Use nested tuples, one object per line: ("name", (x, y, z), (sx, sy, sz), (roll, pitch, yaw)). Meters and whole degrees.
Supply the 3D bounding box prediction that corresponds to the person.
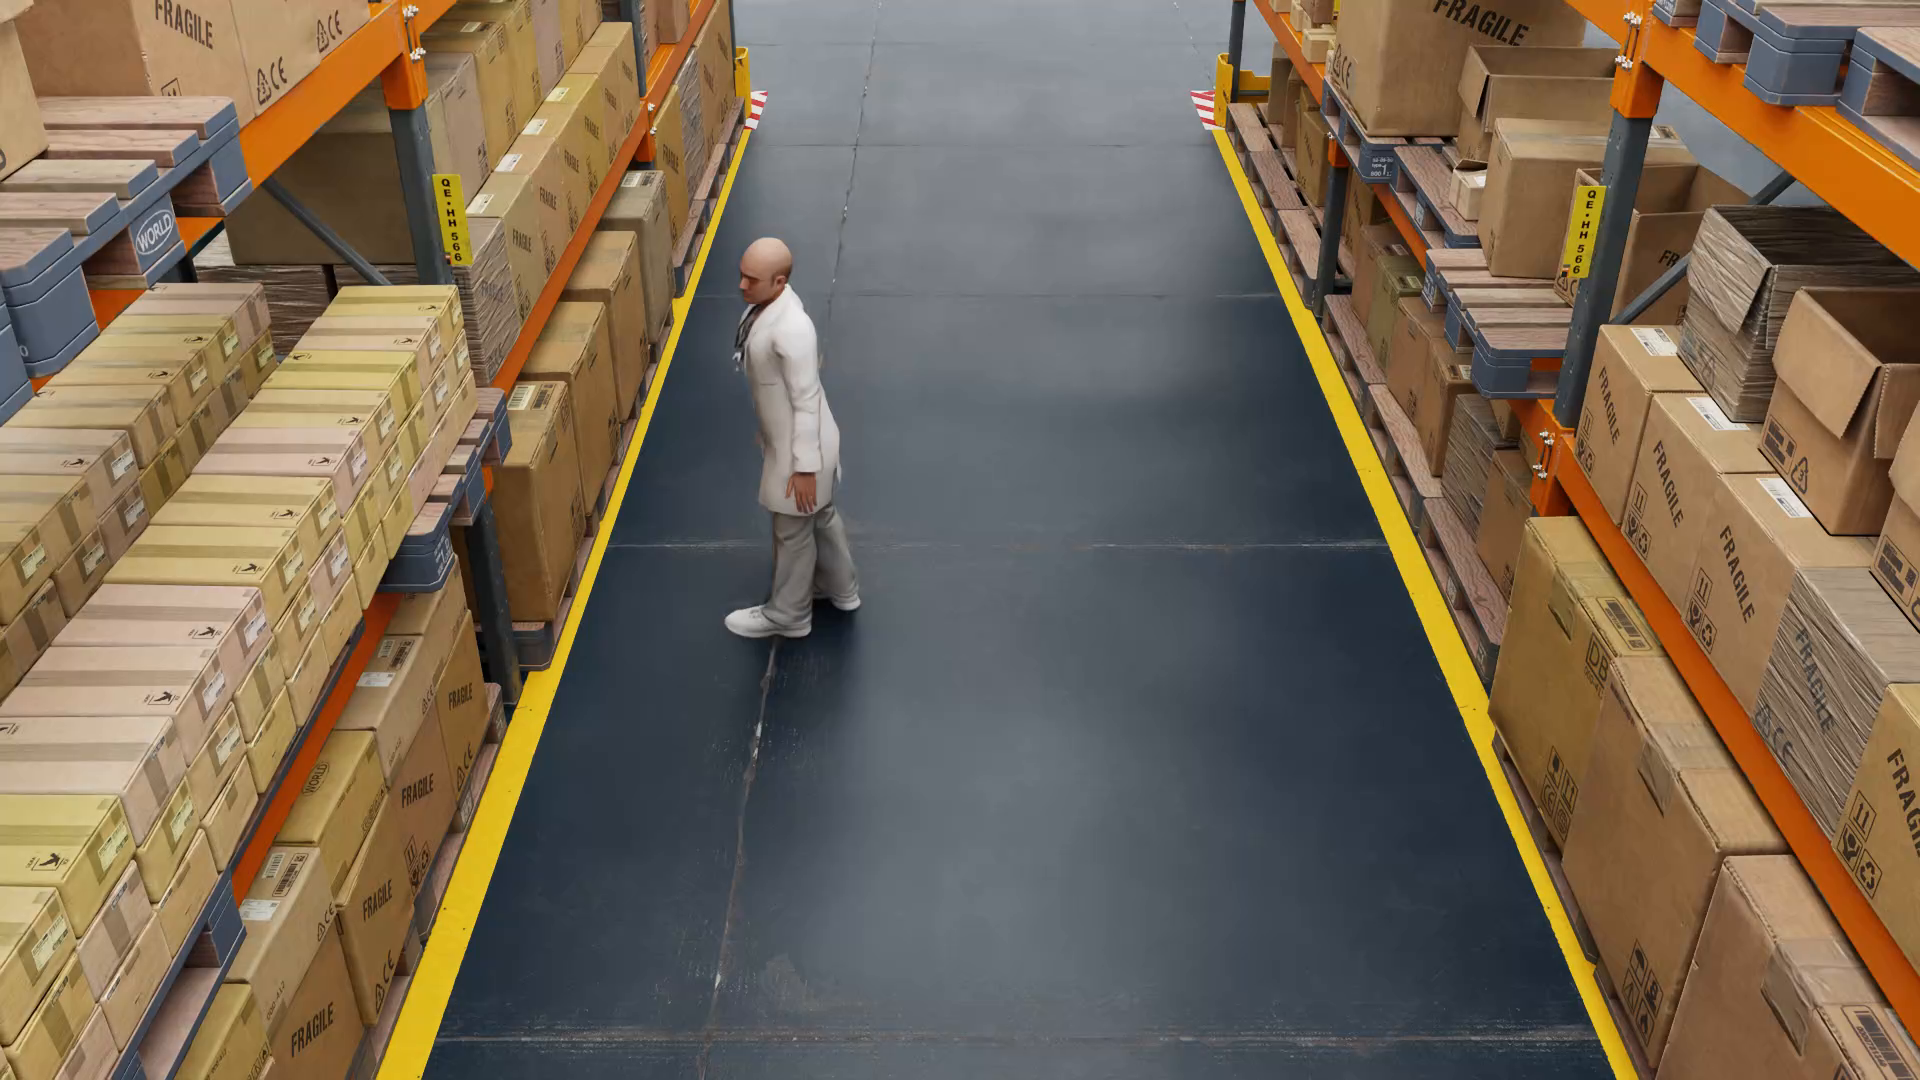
("person", (-0.715, -0.384, 6.748), (0.610, 1.775, 0.683), (-8, 32, -13))
